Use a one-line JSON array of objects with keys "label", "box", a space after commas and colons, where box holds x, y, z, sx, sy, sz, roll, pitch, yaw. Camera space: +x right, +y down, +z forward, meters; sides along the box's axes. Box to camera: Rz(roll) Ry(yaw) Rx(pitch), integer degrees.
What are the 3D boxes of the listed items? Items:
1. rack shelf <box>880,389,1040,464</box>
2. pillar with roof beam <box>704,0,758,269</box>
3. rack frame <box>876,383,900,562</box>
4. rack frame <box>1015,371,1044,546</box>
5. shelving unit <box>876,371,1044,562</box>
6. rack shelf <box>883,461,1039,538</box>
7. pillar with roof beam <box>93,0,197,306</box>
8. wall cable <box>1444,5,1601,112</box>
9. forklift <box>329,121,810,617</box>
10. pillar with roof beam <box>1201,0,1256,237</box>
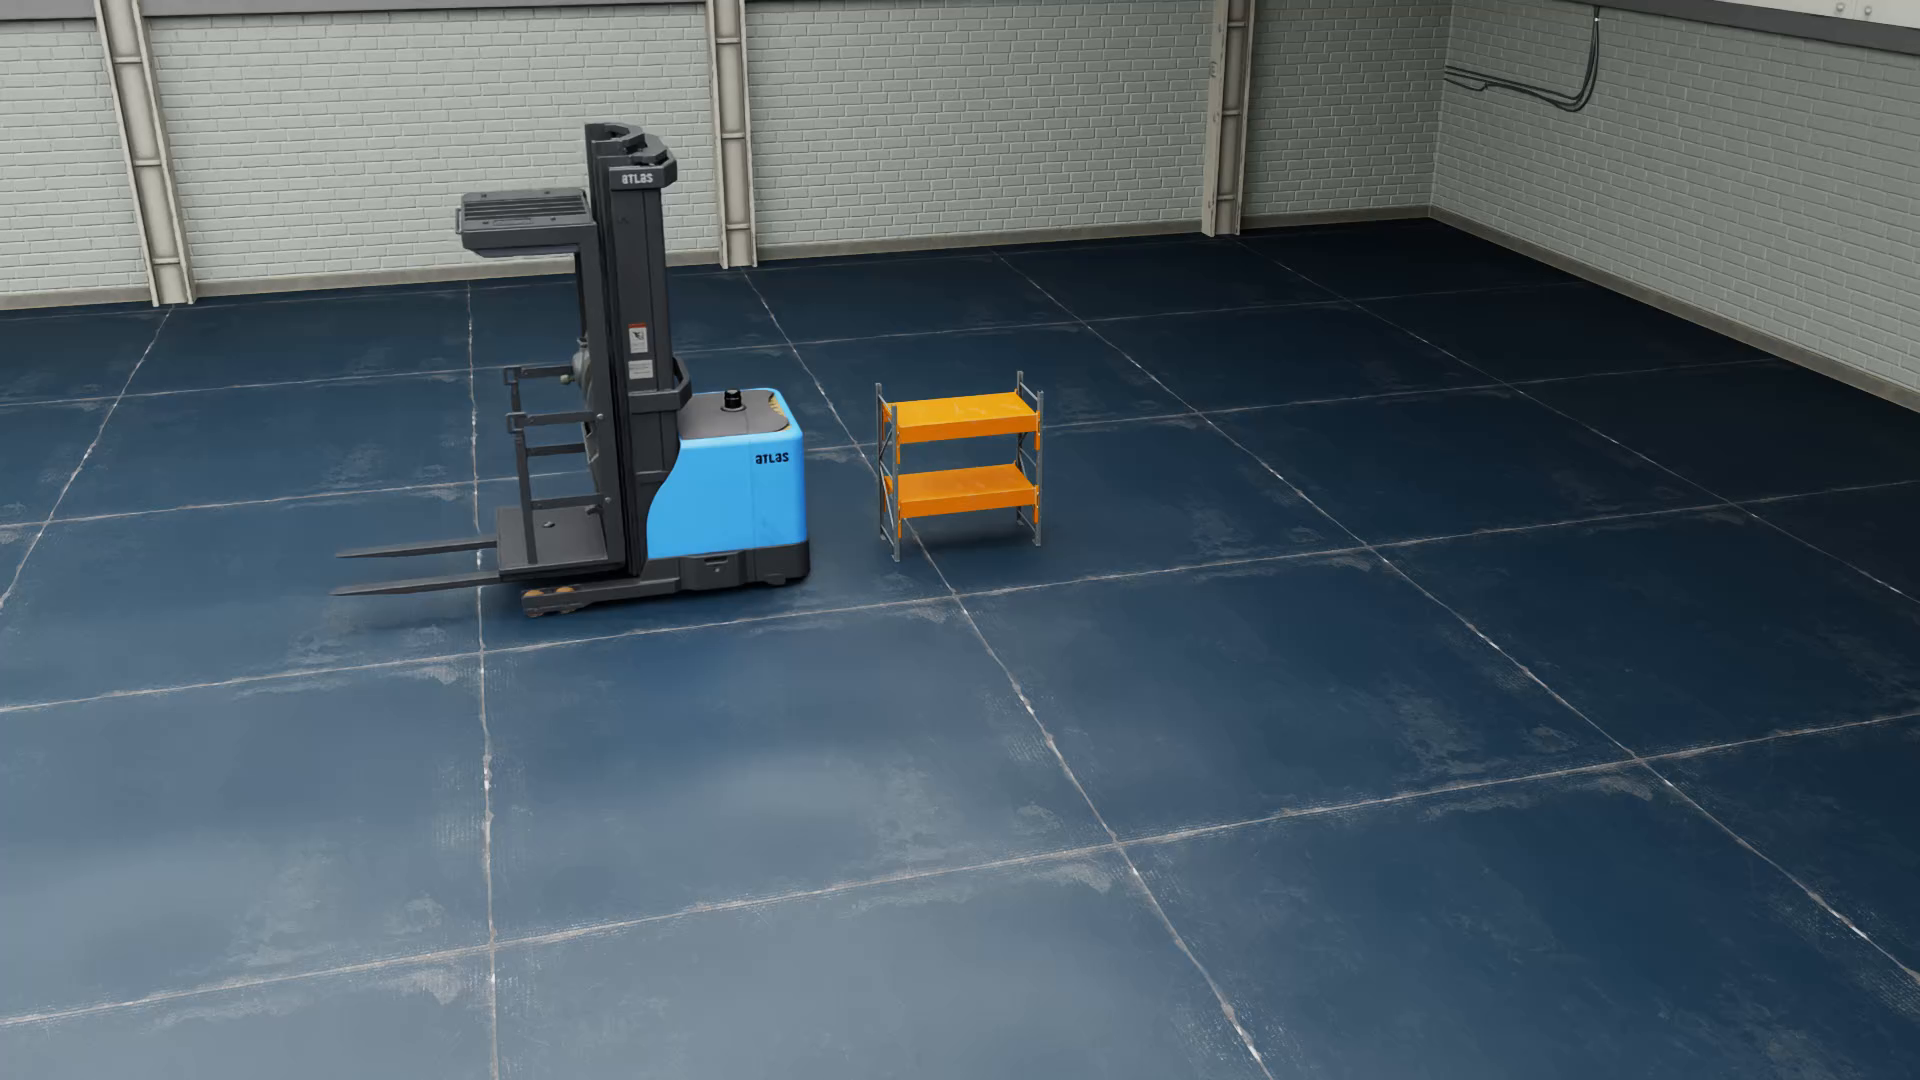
[{"label": "rack shelf", "box": [-0.007, -0.785, 11.411, 1.000, 0.278, 0.538, -6, 24, -14]}, {"label": "pillar with roof beam", "box": [-1.386, -5.672, 13.556, 0.400, 9.000, 9.100, -6, 24, -14]}, {"label": "rack frame", "box": [-0.496, -0.462, 11.400, 0.032, 1.125, 0.500, -6, 24, -14]}, {"label": "rack frame", "box": [0.483, -0.570, 11.653, 0.032, 1.125, 0.500, -6, 24, -14]}, {"label": "shelving unit", "box": [-0.007, -0.516, 11.527, 1.048, 1.125, 0.538, -6, 24, -14]}, {"label": "rack shelf", "box": [-0.007, -0.292, 11.623, 1.000, 0.278, 0.538, -6, 24, -14]}, {"label": "pillar with roof beam", "box": [-7.163, -5.032, 12.066, 0.400, 9.000, 9.100, -6, 24, -14]}, {"label": "wall cable", "box": [6.422, -6.330, 19.028, 0.112, 2.526, 3.097, -6, 24, -14]}, {"label": "forklift", "box": [-2.573, -1.087, 10.567, 3.031, 2.935, 1.130, -6, 24, -14]}, {"label": "pillar with roof beam", "box": [4.391, -6.311, 15.045, 0.400, 9.000, 9.100, -6, 24, -14]}]
